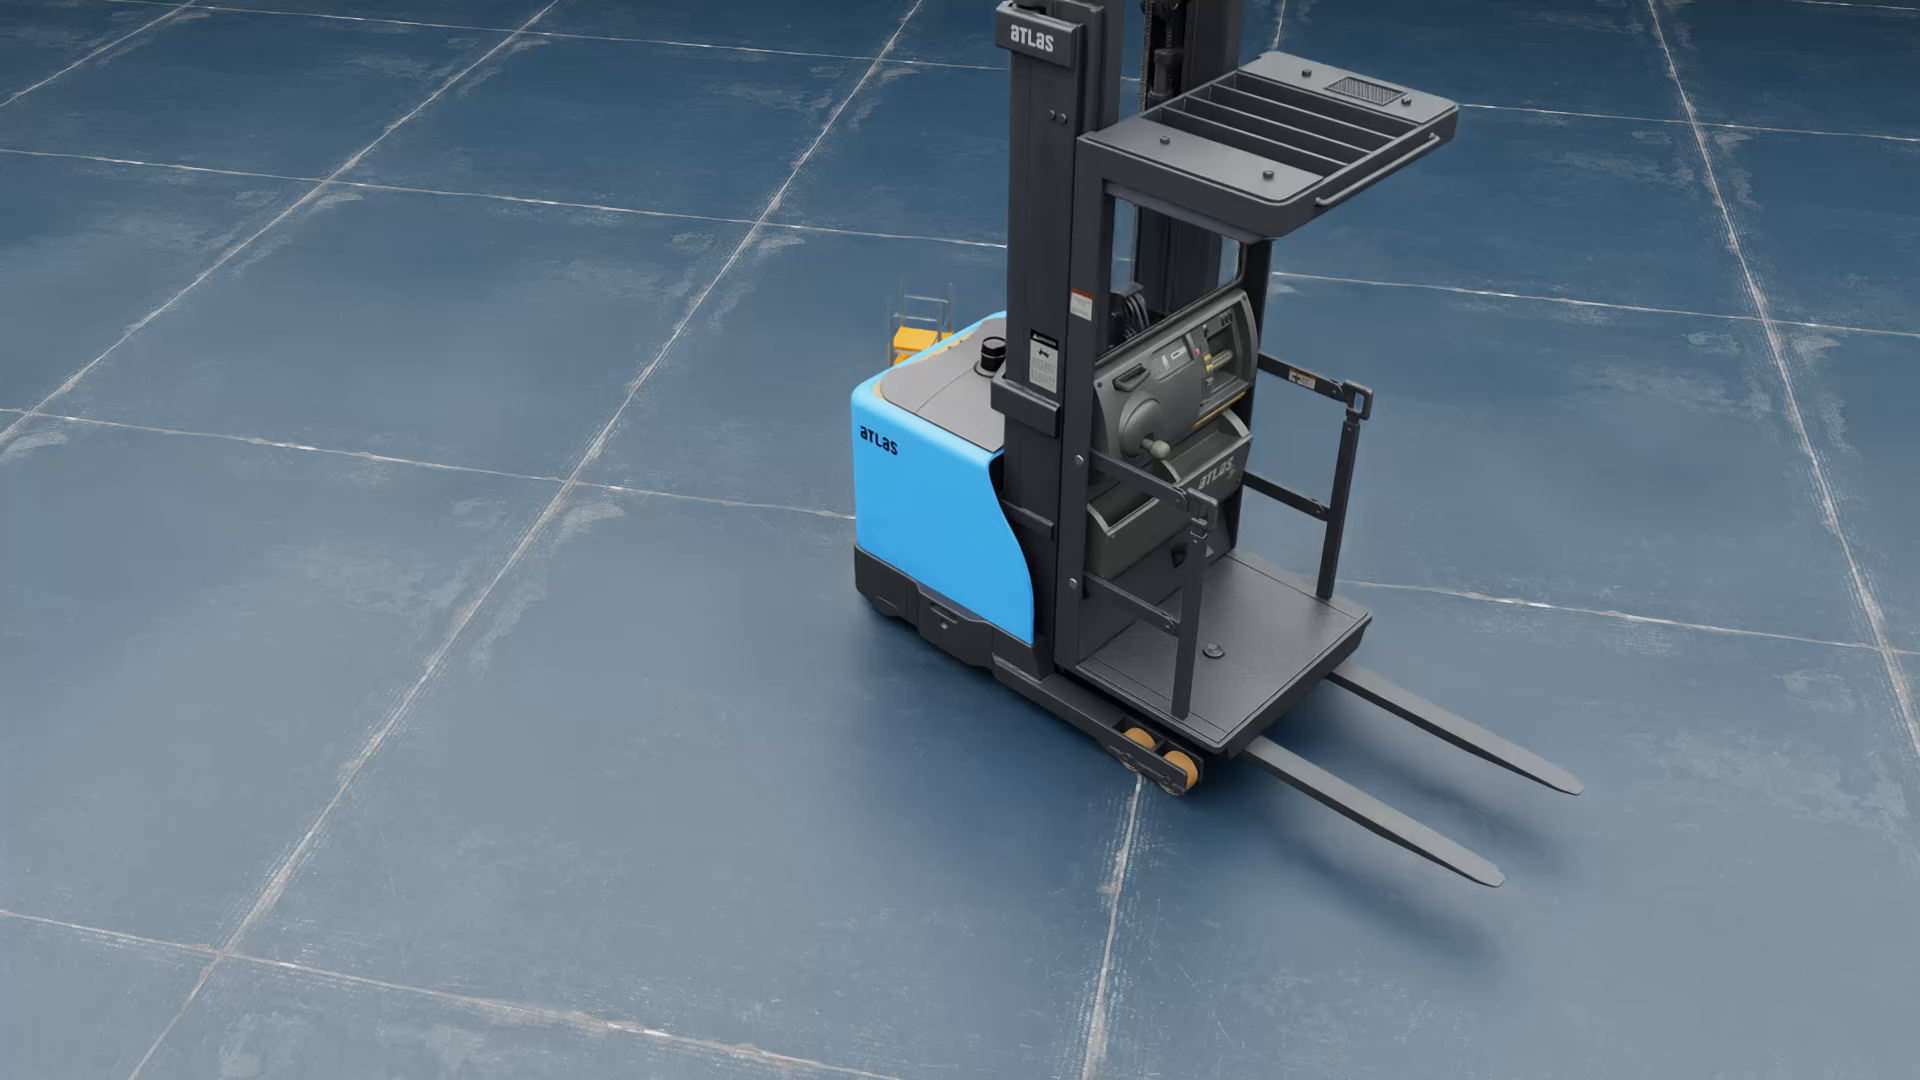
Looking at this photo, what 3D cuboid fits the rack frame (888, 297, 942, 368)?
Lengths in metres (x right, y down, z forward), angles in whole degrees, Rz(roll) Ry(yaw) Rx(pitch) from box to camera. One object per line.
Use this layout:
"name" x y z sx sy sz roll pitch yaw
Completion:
"rack frame" -0.194 -0.542 7.475 0.240 1.200 0.006 9 37 12

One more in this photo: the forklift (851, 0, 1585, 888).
"forklift" 0.962 -0.556 6.020 3.031 2.935 1.130 28 45 33

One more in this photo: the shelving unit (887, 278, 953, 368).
"shelving unit" -0.171 -0.594 7.547 0.258 1.200 0.189 9 37 12

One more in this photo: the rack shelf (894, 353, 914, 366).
"rack shelf" -0.171 -0.752 7.432 0.258 0.103 0.180 9 37 12

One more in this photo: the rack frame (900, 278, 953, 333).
"rack frame" -0.148 -0.646 7.618 0.240 1.200 0.006 9 37 12

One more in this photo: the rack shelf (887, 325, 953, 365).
"rack shelf" -0.171 -0.849 7.361 0.258 0.103 0.180 9 37 12
